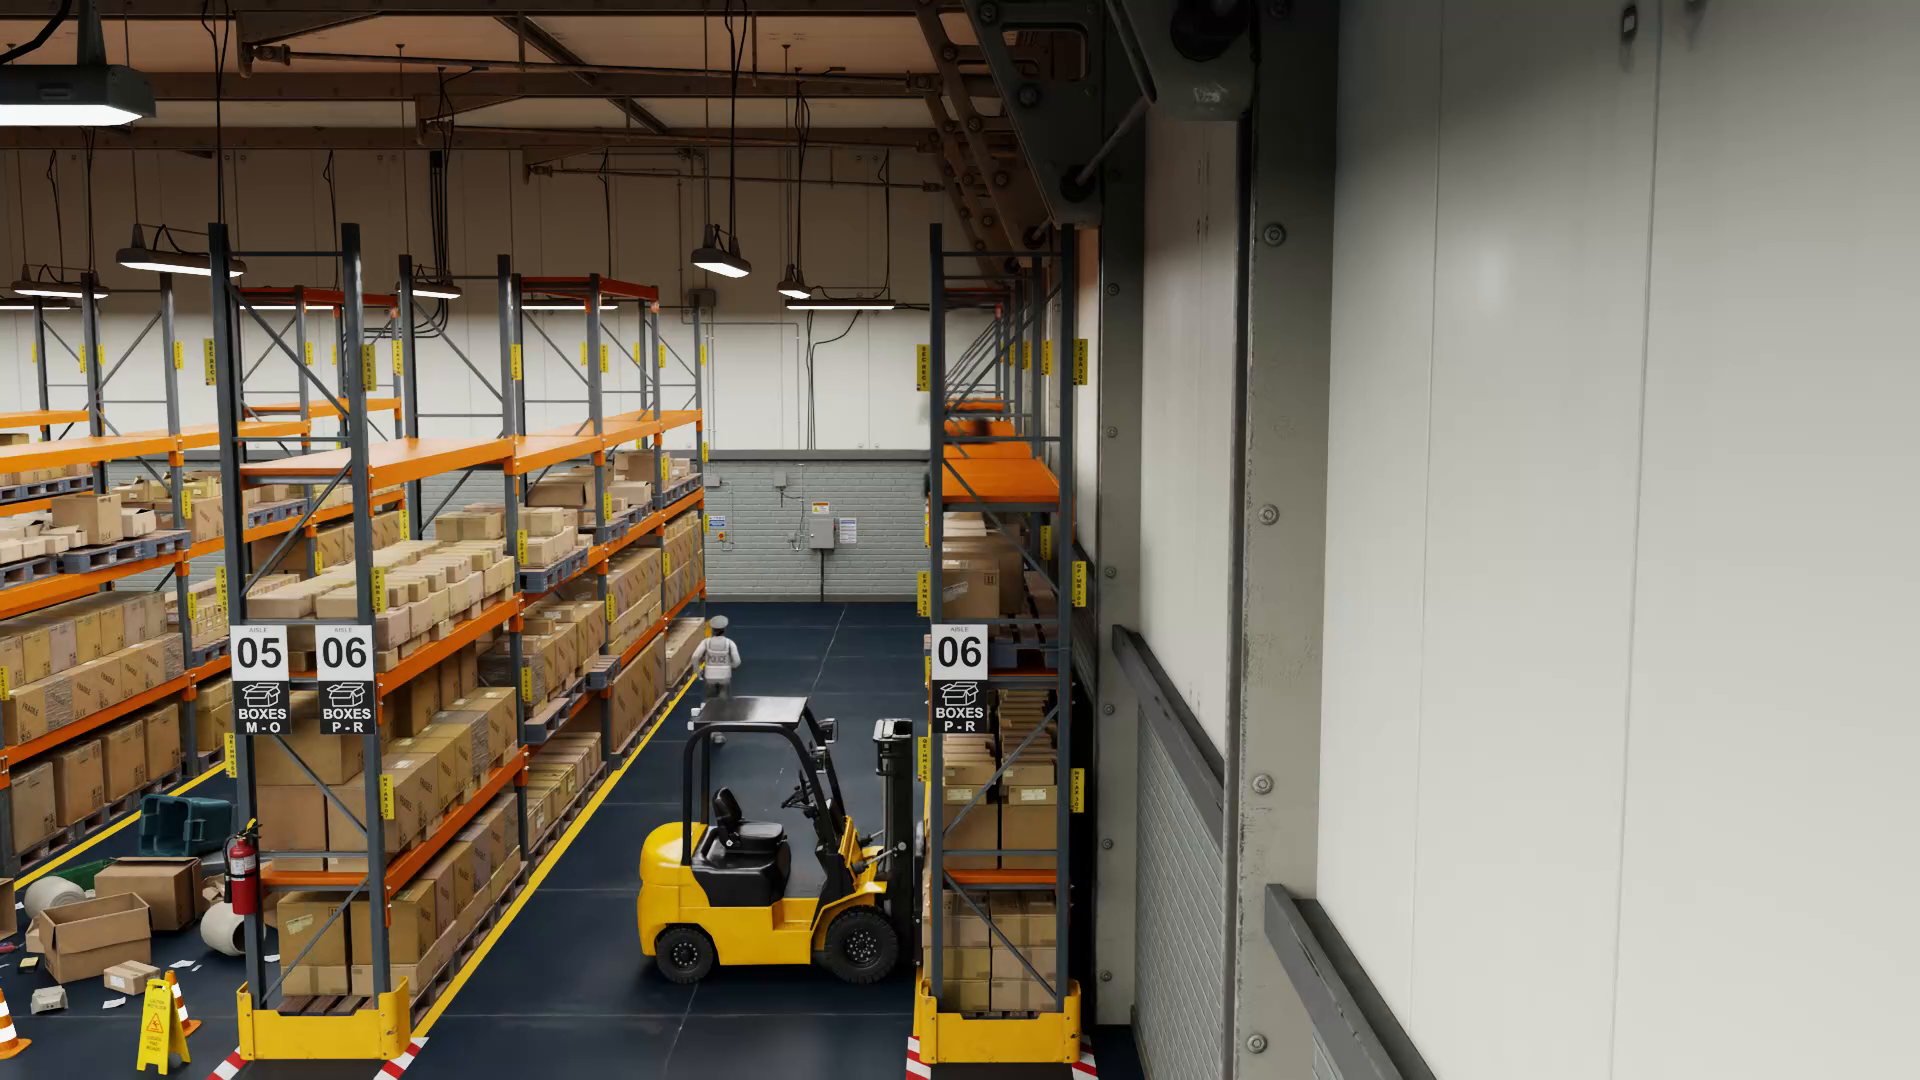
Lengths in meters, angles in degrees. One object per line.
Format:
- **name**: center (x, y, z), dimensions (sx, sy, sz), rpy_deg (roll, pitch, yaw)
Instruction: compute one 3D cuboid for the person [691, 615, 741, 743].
- **person**: center (-3.170, 1.810, 21.742), dimensions (0.625, 1.645, 0.591), rpy_deg (0, 7, 1)
